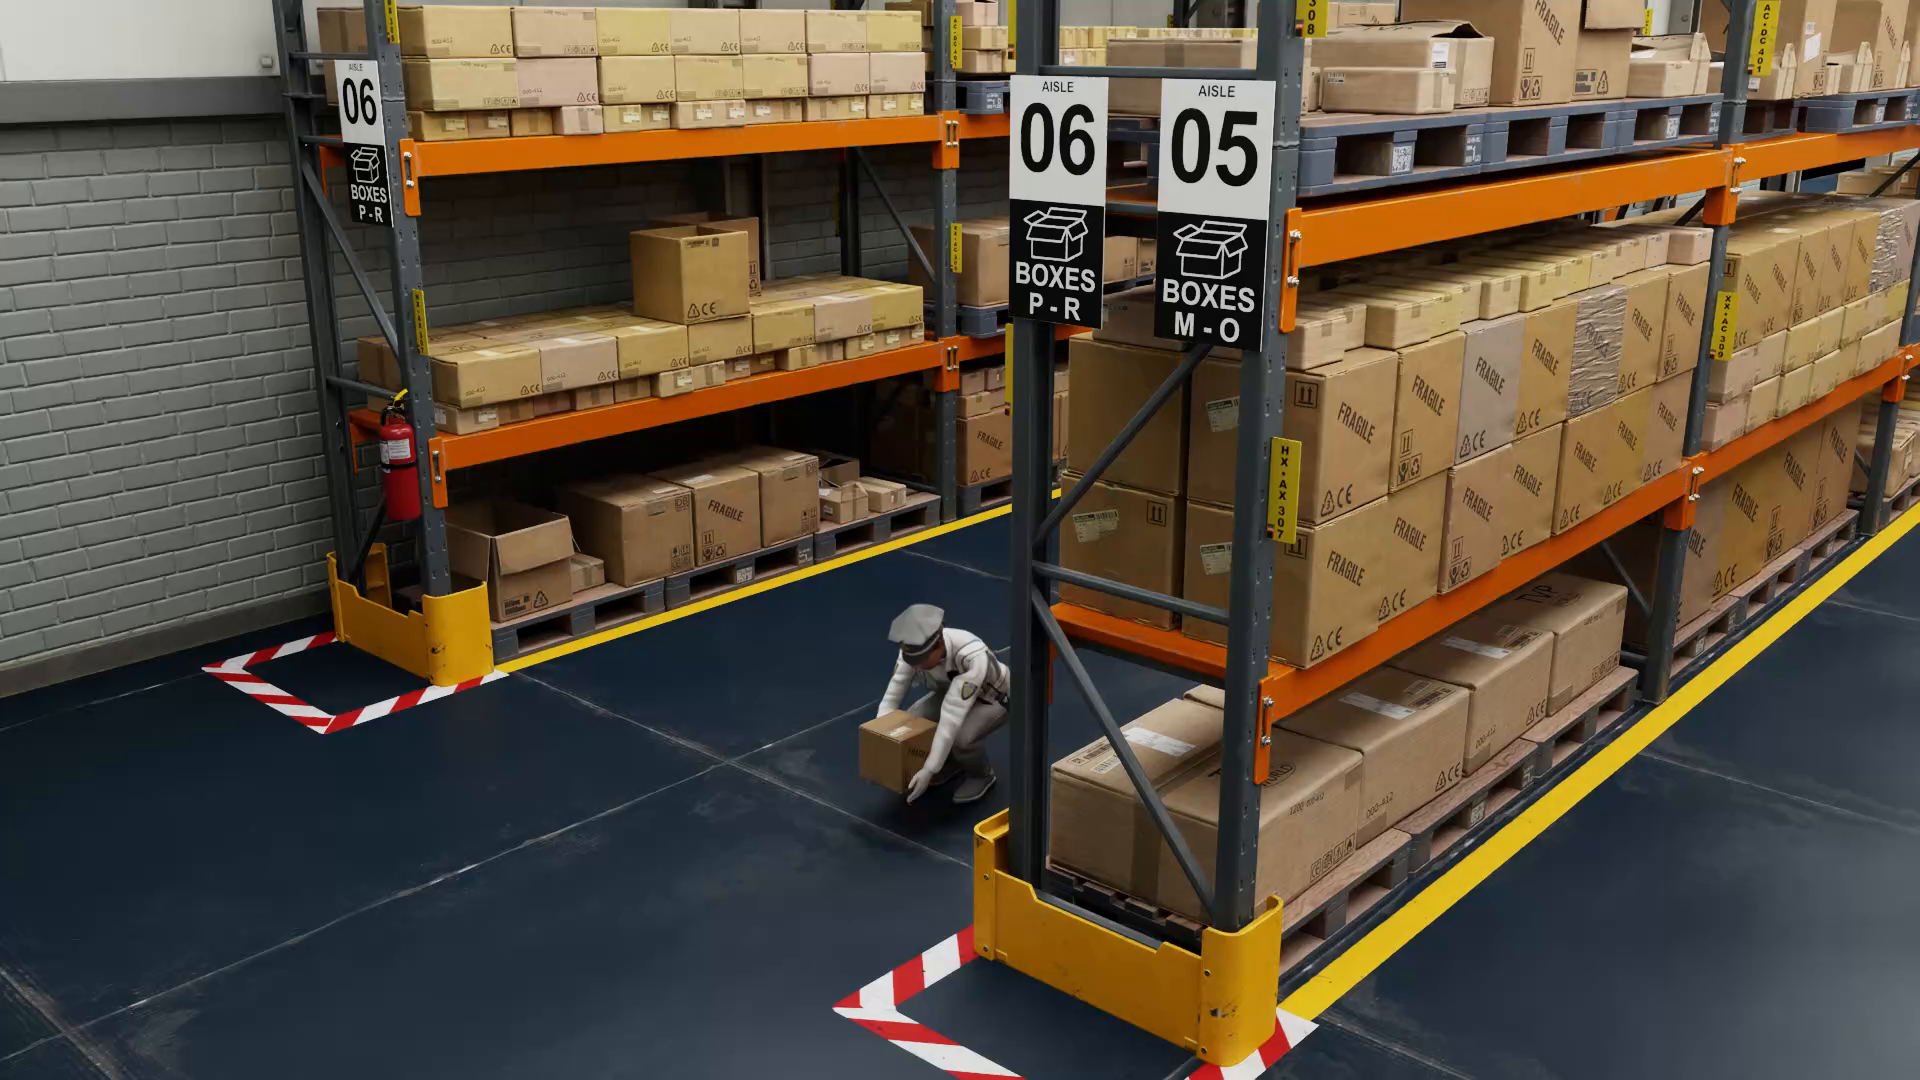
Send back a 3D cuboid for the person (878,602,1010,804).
[{"bbox_3d":[-0.062,0.700,7.453,0.472,0.983,0.830,13,21,37],"label":"person"}]
